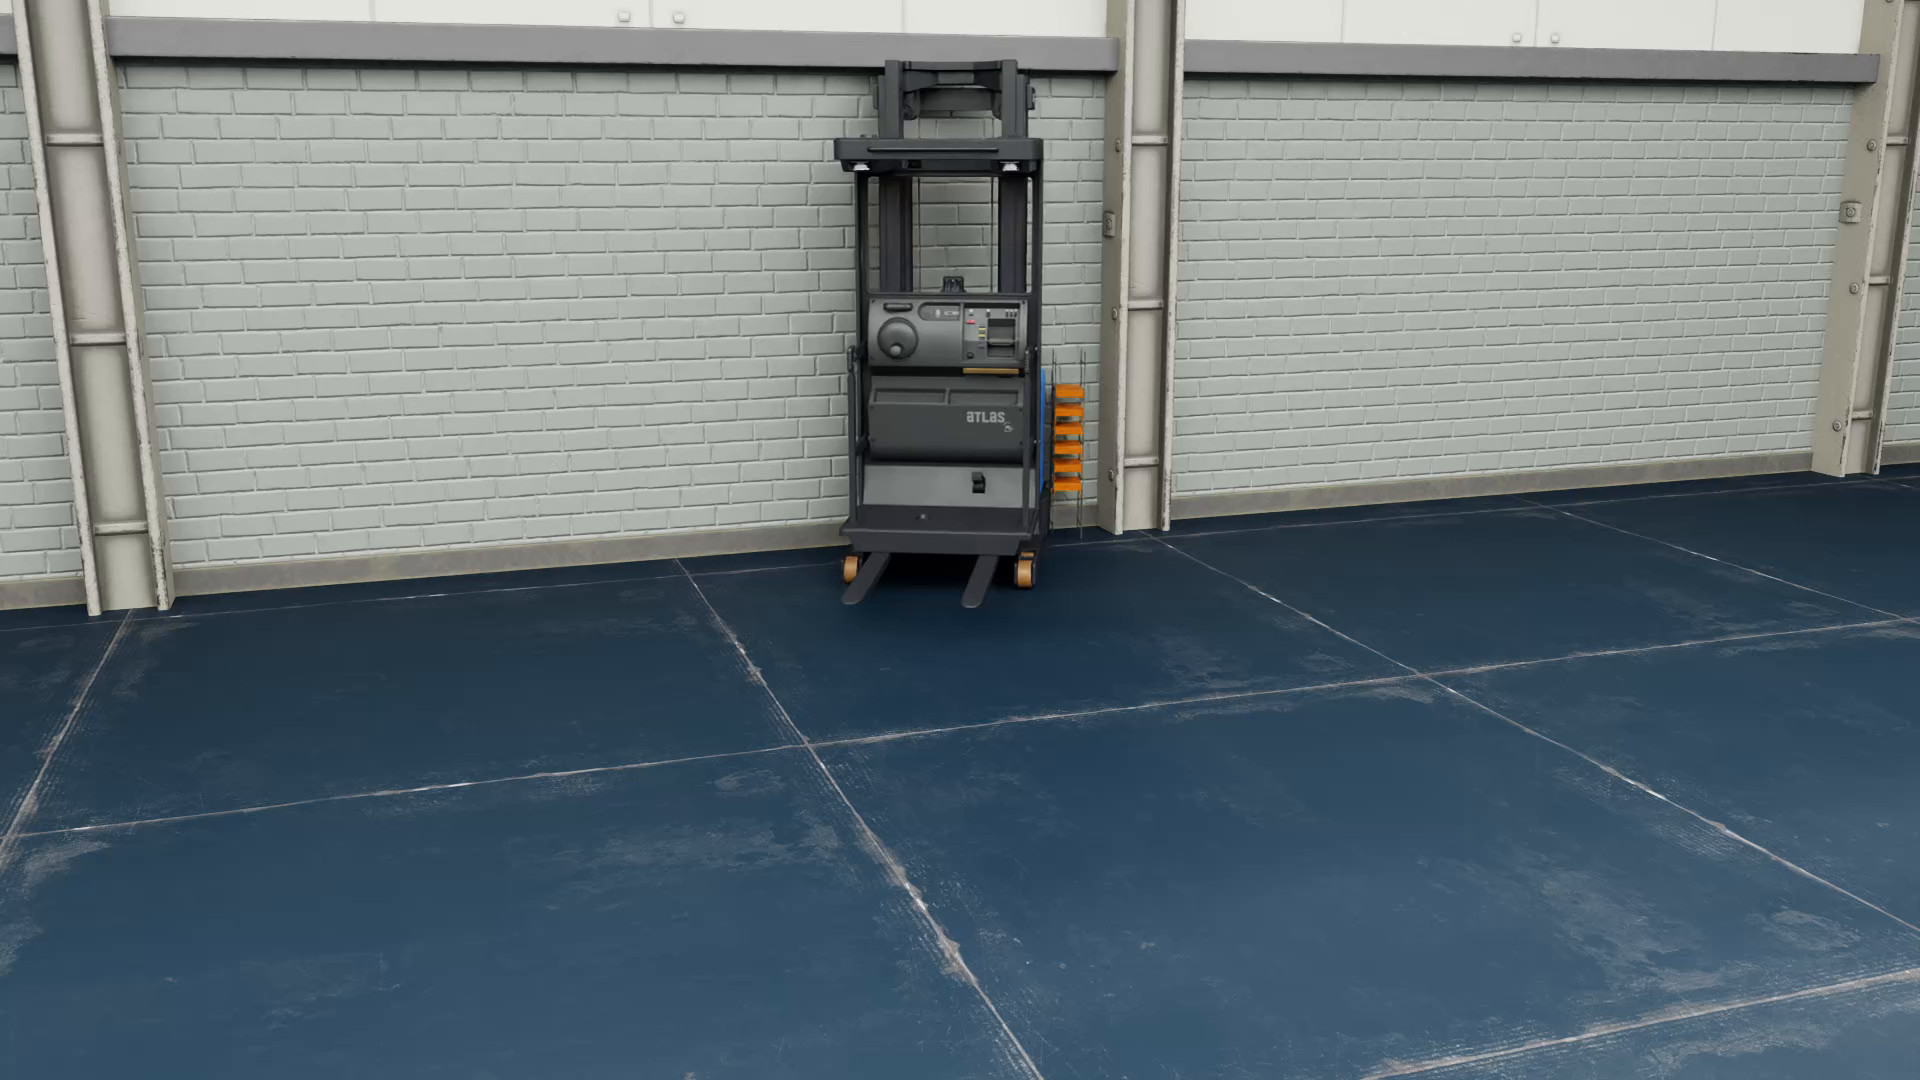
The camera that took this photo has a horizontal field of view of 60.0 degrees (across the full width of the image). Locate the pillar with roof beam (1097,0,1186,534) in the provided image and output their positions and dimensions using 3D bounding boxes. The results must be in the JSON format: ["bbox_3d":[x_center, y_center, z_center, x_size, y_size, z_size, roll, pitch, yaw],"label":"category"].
[{"bbox_3d":[2.517,-3.518,5.985,0.400,9.000,9.100,-4,14,-18],"label":"pillar with roof beam"}]

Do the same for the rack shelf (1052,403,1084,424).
[{"bbox_3d":[0.687,-0.809,10.604,0.180,0.103,0.258,0,13,-2],"label":"rack shelf"}]

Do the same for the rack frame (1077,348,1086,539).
[{"bbox_3d":[0.777,-0.619,10.651,0.006,1.200,0.240,0,13,-2],"label":"rack frame"}]

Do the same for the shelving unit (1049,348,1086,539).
[{"bbox_3d":[0.686,-0.619,10.649,0.189,1.200,0.258,0,13,-2],"label":"shelving unit"}]

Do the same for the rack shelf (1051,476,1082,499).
[{"bbox_3d":[0.684,-0.342,10.714,0.180,0.103,0.258,0,13,-2],"label":"rack shelf"}]

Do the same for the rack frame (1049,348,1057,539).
[{"bbox_3d":[0.594,-0.619,10.646,0.006,1.200,0.240,0,13,-2],"label":"rack frame"}]

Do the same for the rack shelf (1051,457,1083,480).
[{"bbox_3d":[0.685,-0.459,10.687,0.180,0.103,0.258,0,13,-2],"label":"rack shelf"}]

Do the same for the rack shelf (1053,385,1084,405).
[{"bbox_3d":[0.688,-0.926,10.576,0.180,0.103,0.258,0,13,-2],"label":"rack shelf"}]

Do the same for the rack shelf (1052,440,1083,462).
[{"bbox_3d":[0.686,-0.576,10.659,0.180,0.103,0.258,0,13,-2],"label":"rack shelf"}]

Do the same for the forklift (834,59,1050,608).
[{"bbox_3d":[-0.091,-1.231,9.485,1.130,2.935,3.031,1,13,6],"label":"forklift"}]

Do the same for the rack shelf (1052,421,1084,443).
[{"bbox_3d":[0.686,-0.692,10.631,0.180,0.103,0.258,0,13,-2],"label":"rack shelf"}]

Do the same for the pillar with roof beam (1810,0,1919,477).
[{"bbox_3d":[8.204,-3.960,7.847,0.400,9.000,9.100,-4,14,-18],"label":"pillar with roof beam"}]

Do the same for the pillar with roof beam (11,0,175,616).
[{"bbox_3d":[-3.170,-3.075,4.123,0.400,9.000,9.100,-4,14,-18],"label":"pillar with roof beam"}]
